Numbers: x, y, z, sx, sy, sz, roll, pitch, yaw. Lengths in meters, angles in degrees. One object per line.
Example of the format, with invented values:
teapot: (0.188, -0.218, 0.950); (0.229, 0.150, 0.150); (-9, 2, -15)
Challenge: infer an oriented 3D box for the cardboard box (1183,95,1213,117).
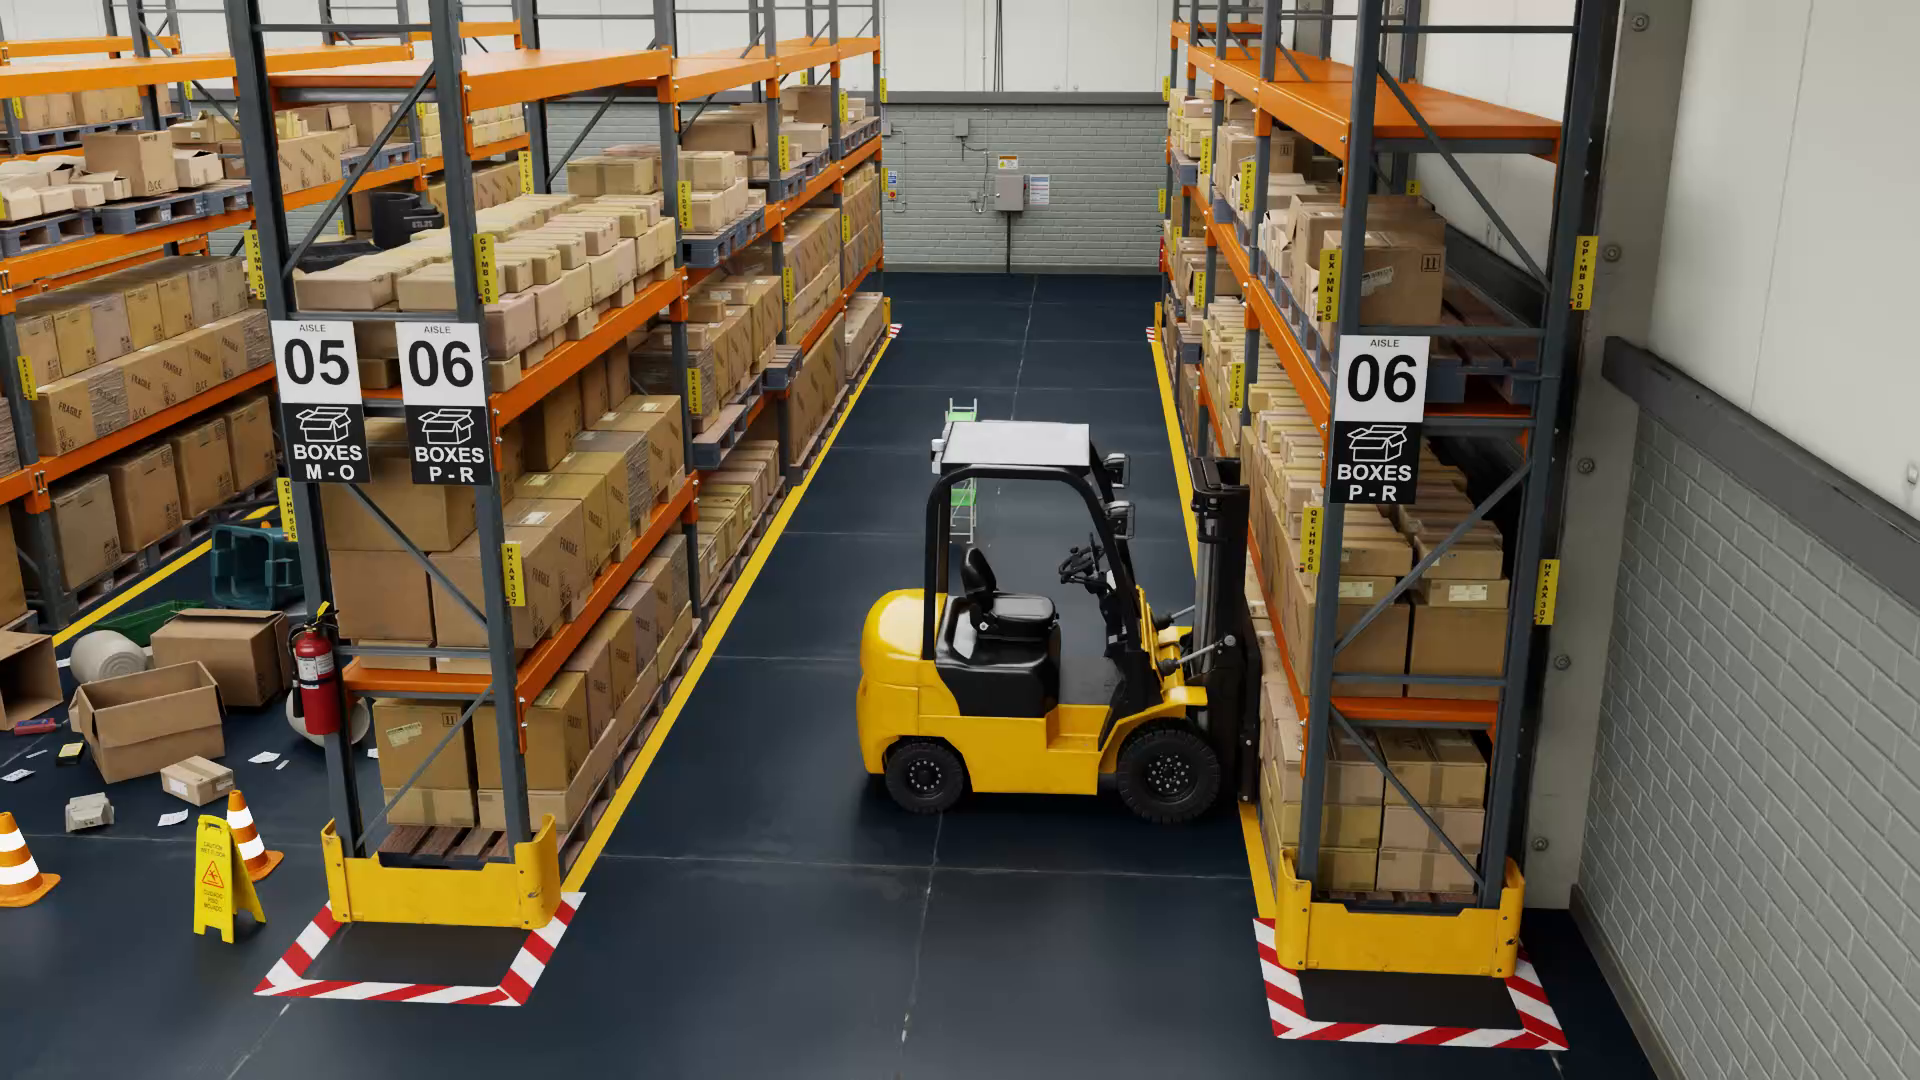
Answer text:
cardboard box: (2.696, -4.852, 18.521); (0.396, 0.266, 0.258); (1, 18, 3)

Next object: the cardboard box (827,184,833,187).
cardboard box: (-1.626, -4.240, 20.236); (0.380, 0.149, 0.250); (1, 18, 3)

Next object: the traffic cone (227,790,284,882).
traffic cone: (-4.002, 1.614, 9.254); (0.336, 0.463, 0.334); (1, 18, 4)

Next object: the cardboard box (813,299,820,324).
cardboard box: (-1.792, -2.465, 17.869); (0.500, 0.250, 0.500); (1, 18, 4)

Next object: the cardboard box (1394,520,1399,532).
cardboard box: (2.547, -0.013, 8.944); (0.380, 0.149, 0.250); (1, 18, 2)

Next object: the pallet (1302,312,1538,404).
pallet: (2.282, -0.922, 8.244); (1.003, 0.211, 1.213); (1, 18, 4)

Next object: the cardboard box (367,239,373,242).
cardboard box: (-6.683, -3.386, 19.211); (0.380, 0.149, 0.250); (1, 18, 2)

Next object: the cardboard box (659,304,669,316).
cardboard box: (-2.541, -1.685, 13.936); (0.500, 0.500, 0.500); (1, 18, 2)

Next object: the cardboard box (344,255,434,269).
cardboard box: (-2.959, -1.385, 8.637); (0.380, 0.149, 0.250); (1, 18, 3)

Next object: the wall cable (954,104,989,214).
wall cable: (0.197, -6.605, 28.631); (0.588, 1.984, 0.122); (1, 18, 4)

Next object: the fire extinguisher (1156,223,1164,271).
fire extinguisher: (2.902, -4.131, 23.435); (0.296, 0.674, 0.183); (1, 18, 4)

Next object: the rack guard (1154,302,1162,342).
rack guard: (3.347, -3.077, 23.511); (1.175, 0.500, 0.348); (1, 18, 4)

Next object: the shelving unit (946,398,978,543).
shelving unit: (0.012, -0.622, 14.893); (0.258, 1.200, 0.503); (1, 18, 4)

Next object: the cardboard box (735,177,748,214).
cardboard box: (-1.968, -2.712, 13.132); (0.500, 0.250, 0.500); (1, 18, 3)

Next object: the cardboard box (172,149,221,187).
cardboard box: (-6.893, -3.292, 14.642); (0.500, 0.311, 0.500); (1, 18, 4)

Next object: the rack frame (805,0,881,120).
rack frame: (-1.599, -7.249, 22.595); (1.000, 3.000, 0.127); (1, 18, 4)

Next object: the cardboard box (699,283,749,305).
cardboard box: (-2.008, -2.096, 14.148); (0.380, 0.149, 0.250); (0, 18, 1)

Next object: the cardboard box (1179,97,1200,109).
cardboard box: (2.934, -5.257, 20.291); (0.500, 0.250, 0.500); (2, 18, 5)

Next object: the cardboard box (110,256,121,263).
cardboard box: (-11.325, -3.745, 21.938); (0.380, 0.149, 0.250); (1, 18, 5)

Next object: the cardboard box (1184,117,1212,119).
cardboard box: (2.658, -4.573, 18.337); (0.380, 0.149, 0.250); (2, 18, 5)

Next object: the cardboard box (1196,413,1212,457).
cardboard box: (2.595, -0.952, 16.351); (0.500, 0.500, 0.500); (2, 18, 6)

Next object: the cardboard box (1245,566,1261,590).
cardboard box: (2.098, 0.372, 11.106); (0.500, 0.250, 0.500); (1, 18, 4)

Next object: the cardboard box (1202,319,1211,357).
cardboard box: (2.478, -1.839, 15.155); (0.500, 0.250, 0.500); (1, 18, 4)

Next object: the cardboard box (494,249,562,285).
cardboard box: (-2.343, -1.451, 8.840); (0.380, 0.149, 0.250); (1, 18, 4)

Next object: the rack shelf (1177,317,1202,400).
rack shelf: (2.922, -2.083, 17.619); (1.077, 0.370, 4.000); (1, 18, 4)

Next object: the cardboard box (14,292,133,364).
cardboard box: (-7.303, -1.744, 13.663); (0.700, 0.500, 0.500); (1, 18, 4)

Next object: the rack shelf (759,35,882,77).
rack shelf: (-1.742, -6.096, 20.873); (1.077, 0.370, 4.000); (1, 18, 4)

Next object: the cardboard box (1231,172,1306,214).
cardboard box: (2.356, -2.661, 12.716); (0.500, 0.311, 0.500); (1, 18, 2)

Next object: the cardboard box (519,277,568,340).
cardboard box: (-2.398, -1.231, 8.808); (0.500, 0.250, 0.500); (1, 18, 3)

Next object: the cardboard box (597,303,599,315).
cardboard box: (-2.384, -1.395, 9.948); (0.380, 0.149, 0.250); (1, 18, 3)

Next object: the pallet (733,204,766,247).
pallet: (-2.237, -2.519, 13.278); (1.213, 0.211, 1.003); (1, 18, 4)

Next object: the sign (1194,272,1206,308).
sign: (2.237, -2.326, 15.472); (0.100, 0.325, 0.005); (1, 18, 4)

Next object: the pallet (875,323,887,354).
pallet: (-1.578, -2.823, 23.200); (1.003, 0.211, 1.213); (1, 18, 4)

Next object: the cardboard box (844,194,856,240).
cardboard box: (-1.568, -3.978, 20.479); (0.500, 0.500, 0.500); (1, 18, 3)

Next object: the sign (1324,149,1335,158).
sign: (3.332, -3.498, 15.006); (0.100, 0.325, 0.005); (1, 18, 4)

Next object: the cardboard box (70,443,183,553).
cardboard box: (-7.376, -0.375, 14.190); (1.050, 0.750, 0.750); (1, 18, 4)

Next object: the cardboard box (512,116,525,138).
cardboard box: (-6.312, -5.684, 22.877); (0.500, 0.250, 0.500); (1, 18, 3)

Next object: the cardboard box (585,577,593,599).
cardboard box: (-2.362, 0.271, 9.681); (0.380, 0.149, 0.250); (2, 18, 5)

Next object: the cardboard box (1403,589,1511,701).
cardboard box: (2.518, 0.485, 8.464); (0.500, 0.500, 0.500); (2, 18, 6)

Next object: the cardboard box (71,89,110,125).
cardboard box: (-11.552, -5.668, 21.590); (0.700, 0.500, 0.500); (2, 18, 6)

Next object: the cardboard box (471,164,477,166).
cardboard box: (-6.870, -4.851, 22.667); (0.500, 0.500, 0.500); (2, 18, 6)

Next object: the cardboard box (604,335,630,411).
cardboard box: (-2.707, -1.204, 11.535); (0.700, 0.500, 0.500); (1, 18, 3)

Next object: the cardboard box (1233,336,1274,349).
cardboard box: (2.458, -1.583, 13.736); (0.380, 0.149, 0.250); (1, 18, 4)

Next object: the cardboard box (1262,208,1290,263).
cardboard box: (2.189, -1.939, 10.514); (0.500, 0.311, 0.500); (2, 18, 5)

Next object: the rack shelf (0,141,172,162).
rack shelf: (-11.627, -5.082, 21.953); (1.077, 0.370, 4.000); (1, 18, 4)

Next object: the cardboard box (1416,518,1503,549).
cardboard box: (2.524, 0.003, 8.417); (0.380, 0.149, 0.250); (2, 18, 6)

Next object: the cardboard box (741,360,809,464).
cardboard box: (-2.040, -1.316, 16.861); (0.875, 0.875, 0.875); (1, 18, 3)

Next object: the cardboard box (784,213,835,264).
cardboard box: (-1.697, -3.373, 18.635); (0.500, 0.500, 0.500); (2, 18, 5)

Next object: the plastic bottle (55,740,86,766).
plastic bottle: (-5.702, 1.360, 10.674); (0.133, 0.061, 0.283); (-5, 19, -15)

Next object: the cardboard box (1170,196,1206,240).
cardboard box: (2.944, -4.114, 21.221); (0.500, 0.500, 0.500); (2, 18, 5)

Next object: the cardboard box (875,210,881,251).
cardboard box: (-1.370, -4.290, 23.038); (0.500, 0.500, 0.500); (1, 18, 4)

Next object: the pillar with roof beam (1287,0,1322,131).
pillar with roof beam: (-0.280, -6.189, 19.361); (9.100, 9.000, 0.400); (1, 18, 4)

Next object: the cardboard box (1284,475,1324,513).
cardboard box: (1.999, -0.251, 9.191); (0.380, 0.149, 0.250); (2, 18, 5)

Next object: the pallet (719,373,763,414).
pallet: (-2.274, -1.207, 14.097); (1.003, 0.211, 1.213); (1, 18, 4)

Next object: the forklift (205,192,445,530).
forklift: (-5.472, -1.614, 15.142); (3.031, 2.935, 1.130); (-11, 21, -31)

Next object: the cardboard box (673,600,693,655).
cardboard box: (-2.233, 0.625, 11.939); (0.500, 0.250, 0.500); (2, 18, 6)

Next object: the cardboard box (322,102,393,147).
cardboard box: (-6.967, -4.792, 19.079); (0.700, 0.500, 0.500); (1, 18, 4)

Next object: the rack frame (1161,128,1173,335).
rack frame: (3.352, -4.289, 23.194); (1.000, 3.000, 0.127); (1, 18, 4)

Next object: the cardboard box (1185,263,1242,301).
cardboard box: (2.711, -2.564, 17.090); (0.797, 0.503, 0.637); (1, 18, 3)

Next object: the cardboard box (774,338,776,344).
cardboard box: (-1.908, -1.802, 15.334); (0.380, 0.149, 0.250); (2, 18, 5)
